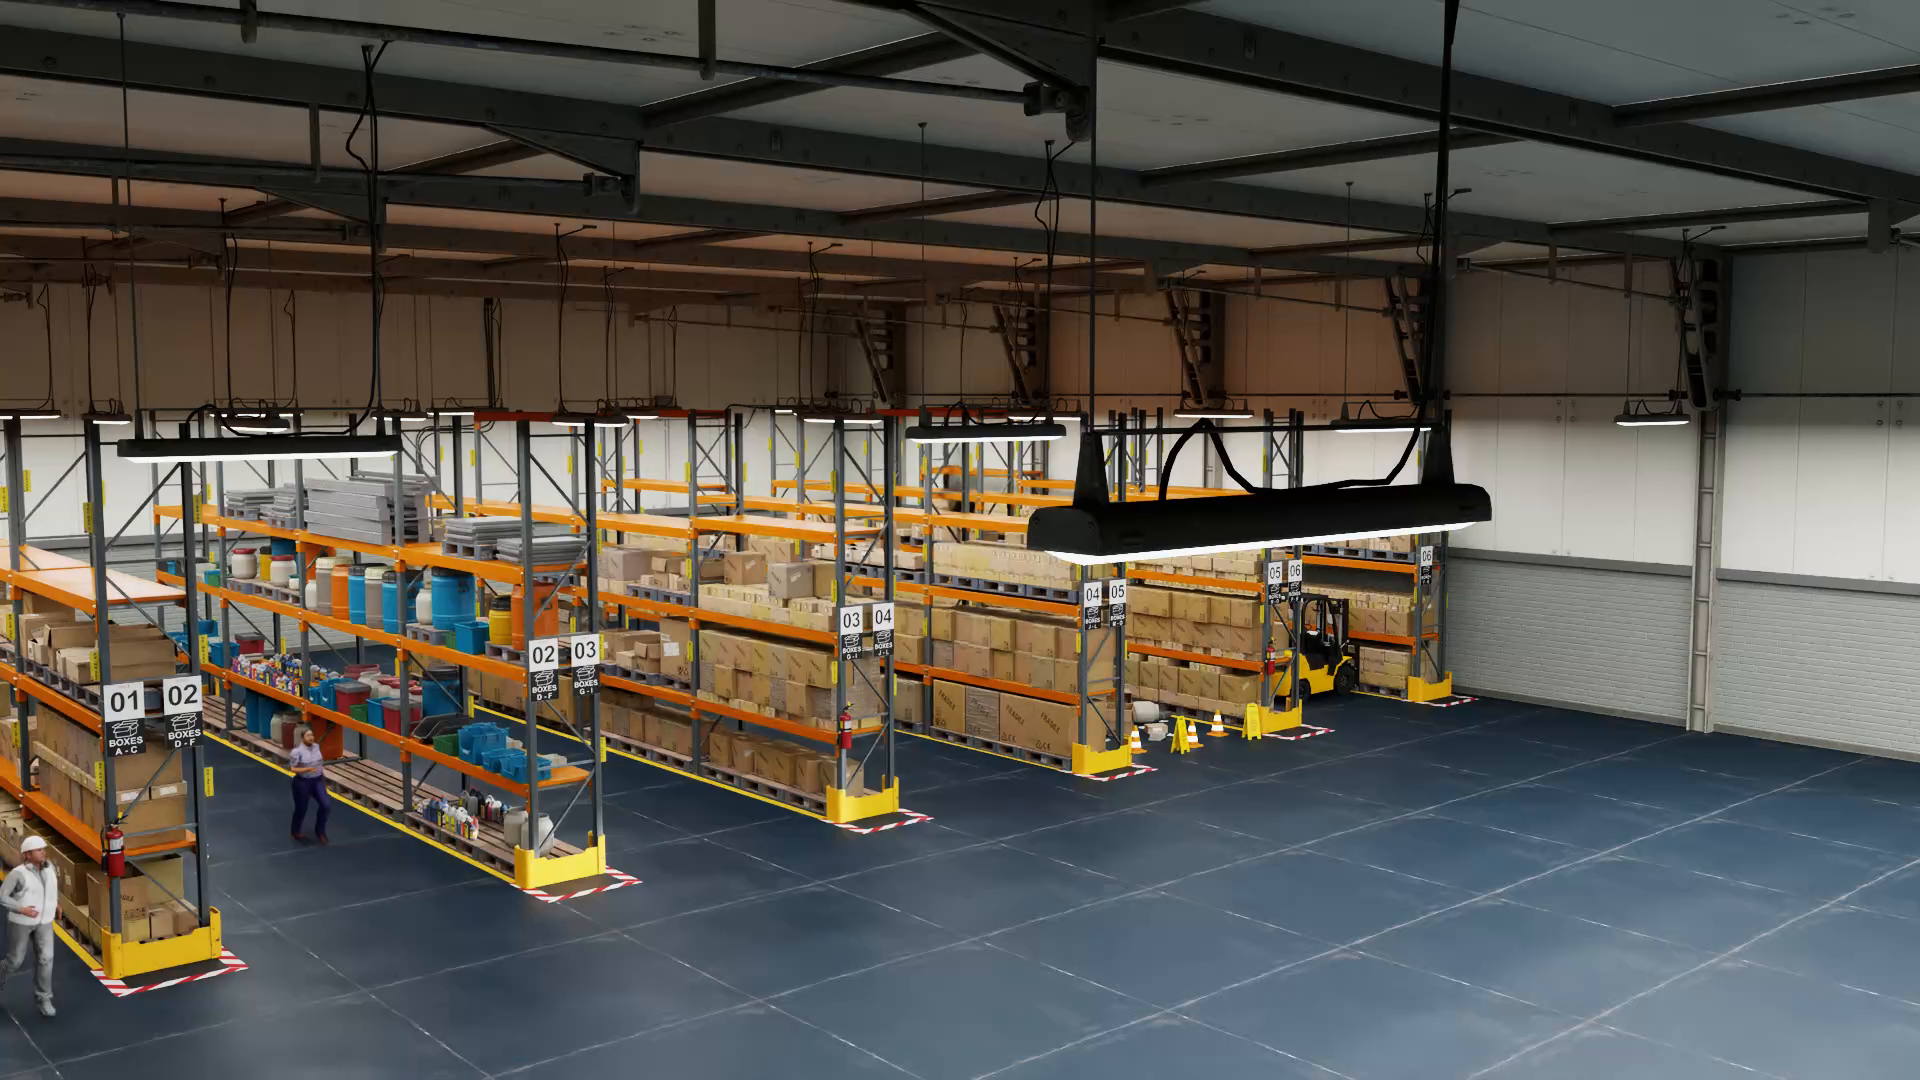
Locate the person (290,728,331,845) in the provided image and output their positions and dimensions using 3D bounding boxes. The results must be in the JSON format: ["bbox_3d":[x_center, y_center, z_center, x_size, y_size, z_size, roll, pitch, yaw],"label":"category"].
[{"bbox_3d":[-9.156,3.477,23.395,0.759,1.675,0.554,4,7,41],"label":"person"}]

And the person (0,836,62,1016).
[{"bbox_3d":[-9.550,3.942,17.163,0.941,1.763,0.729,3,6,30],"label":"person"}]
